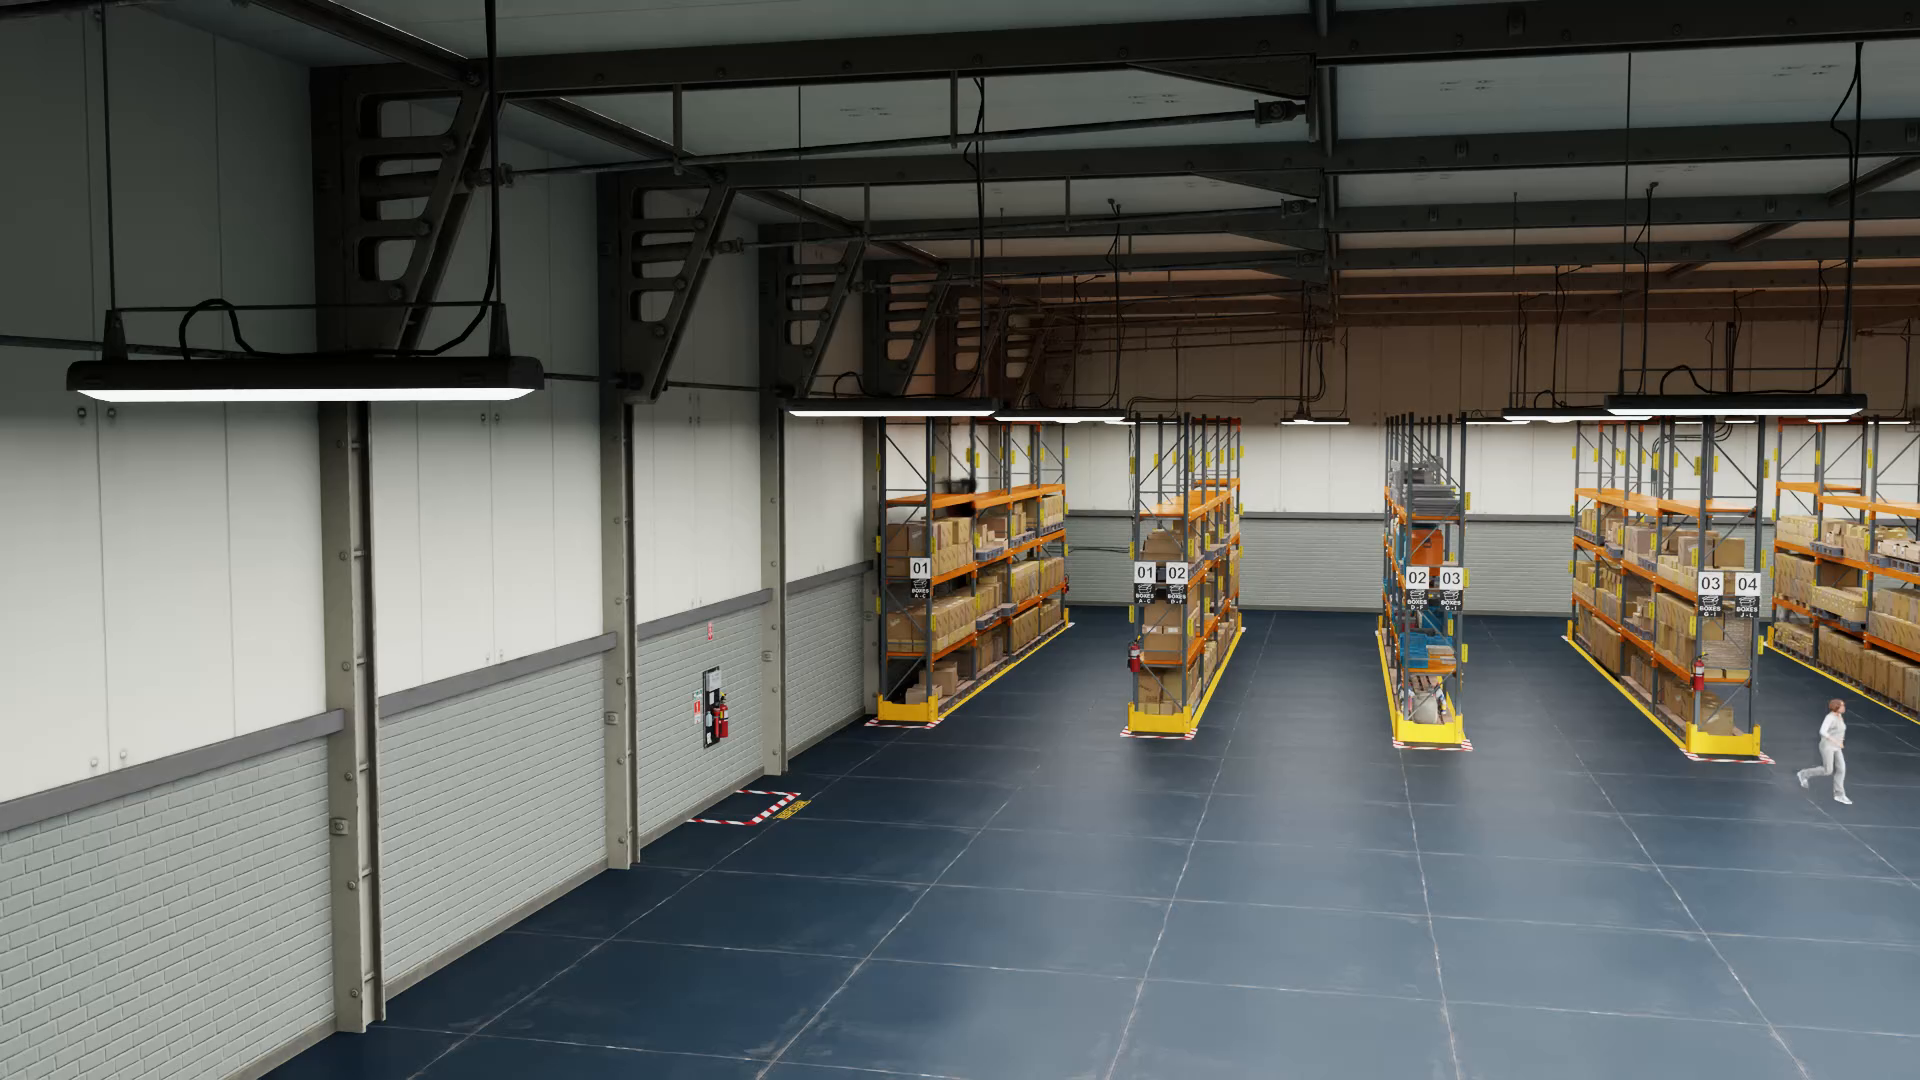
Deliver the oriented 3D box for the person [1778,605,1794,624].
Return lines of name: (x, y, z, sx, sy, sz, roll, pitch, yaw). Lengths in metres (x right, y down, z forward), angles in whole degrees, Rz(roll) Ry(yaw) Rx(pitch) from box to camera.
person: (22.167, 1.810, 44.554, 0.849, 1.805, 0.681, 0, 4, -1)

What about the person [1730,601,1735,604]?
person: (19.628, 2.037, 41.630, 0.730, 1.811, 0.766, 1, 4, 14)

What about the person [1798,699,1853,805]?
person: (13.342, 3.223, 25.567, 0.566, 1.571, 0.834, -3, 5, -41)
